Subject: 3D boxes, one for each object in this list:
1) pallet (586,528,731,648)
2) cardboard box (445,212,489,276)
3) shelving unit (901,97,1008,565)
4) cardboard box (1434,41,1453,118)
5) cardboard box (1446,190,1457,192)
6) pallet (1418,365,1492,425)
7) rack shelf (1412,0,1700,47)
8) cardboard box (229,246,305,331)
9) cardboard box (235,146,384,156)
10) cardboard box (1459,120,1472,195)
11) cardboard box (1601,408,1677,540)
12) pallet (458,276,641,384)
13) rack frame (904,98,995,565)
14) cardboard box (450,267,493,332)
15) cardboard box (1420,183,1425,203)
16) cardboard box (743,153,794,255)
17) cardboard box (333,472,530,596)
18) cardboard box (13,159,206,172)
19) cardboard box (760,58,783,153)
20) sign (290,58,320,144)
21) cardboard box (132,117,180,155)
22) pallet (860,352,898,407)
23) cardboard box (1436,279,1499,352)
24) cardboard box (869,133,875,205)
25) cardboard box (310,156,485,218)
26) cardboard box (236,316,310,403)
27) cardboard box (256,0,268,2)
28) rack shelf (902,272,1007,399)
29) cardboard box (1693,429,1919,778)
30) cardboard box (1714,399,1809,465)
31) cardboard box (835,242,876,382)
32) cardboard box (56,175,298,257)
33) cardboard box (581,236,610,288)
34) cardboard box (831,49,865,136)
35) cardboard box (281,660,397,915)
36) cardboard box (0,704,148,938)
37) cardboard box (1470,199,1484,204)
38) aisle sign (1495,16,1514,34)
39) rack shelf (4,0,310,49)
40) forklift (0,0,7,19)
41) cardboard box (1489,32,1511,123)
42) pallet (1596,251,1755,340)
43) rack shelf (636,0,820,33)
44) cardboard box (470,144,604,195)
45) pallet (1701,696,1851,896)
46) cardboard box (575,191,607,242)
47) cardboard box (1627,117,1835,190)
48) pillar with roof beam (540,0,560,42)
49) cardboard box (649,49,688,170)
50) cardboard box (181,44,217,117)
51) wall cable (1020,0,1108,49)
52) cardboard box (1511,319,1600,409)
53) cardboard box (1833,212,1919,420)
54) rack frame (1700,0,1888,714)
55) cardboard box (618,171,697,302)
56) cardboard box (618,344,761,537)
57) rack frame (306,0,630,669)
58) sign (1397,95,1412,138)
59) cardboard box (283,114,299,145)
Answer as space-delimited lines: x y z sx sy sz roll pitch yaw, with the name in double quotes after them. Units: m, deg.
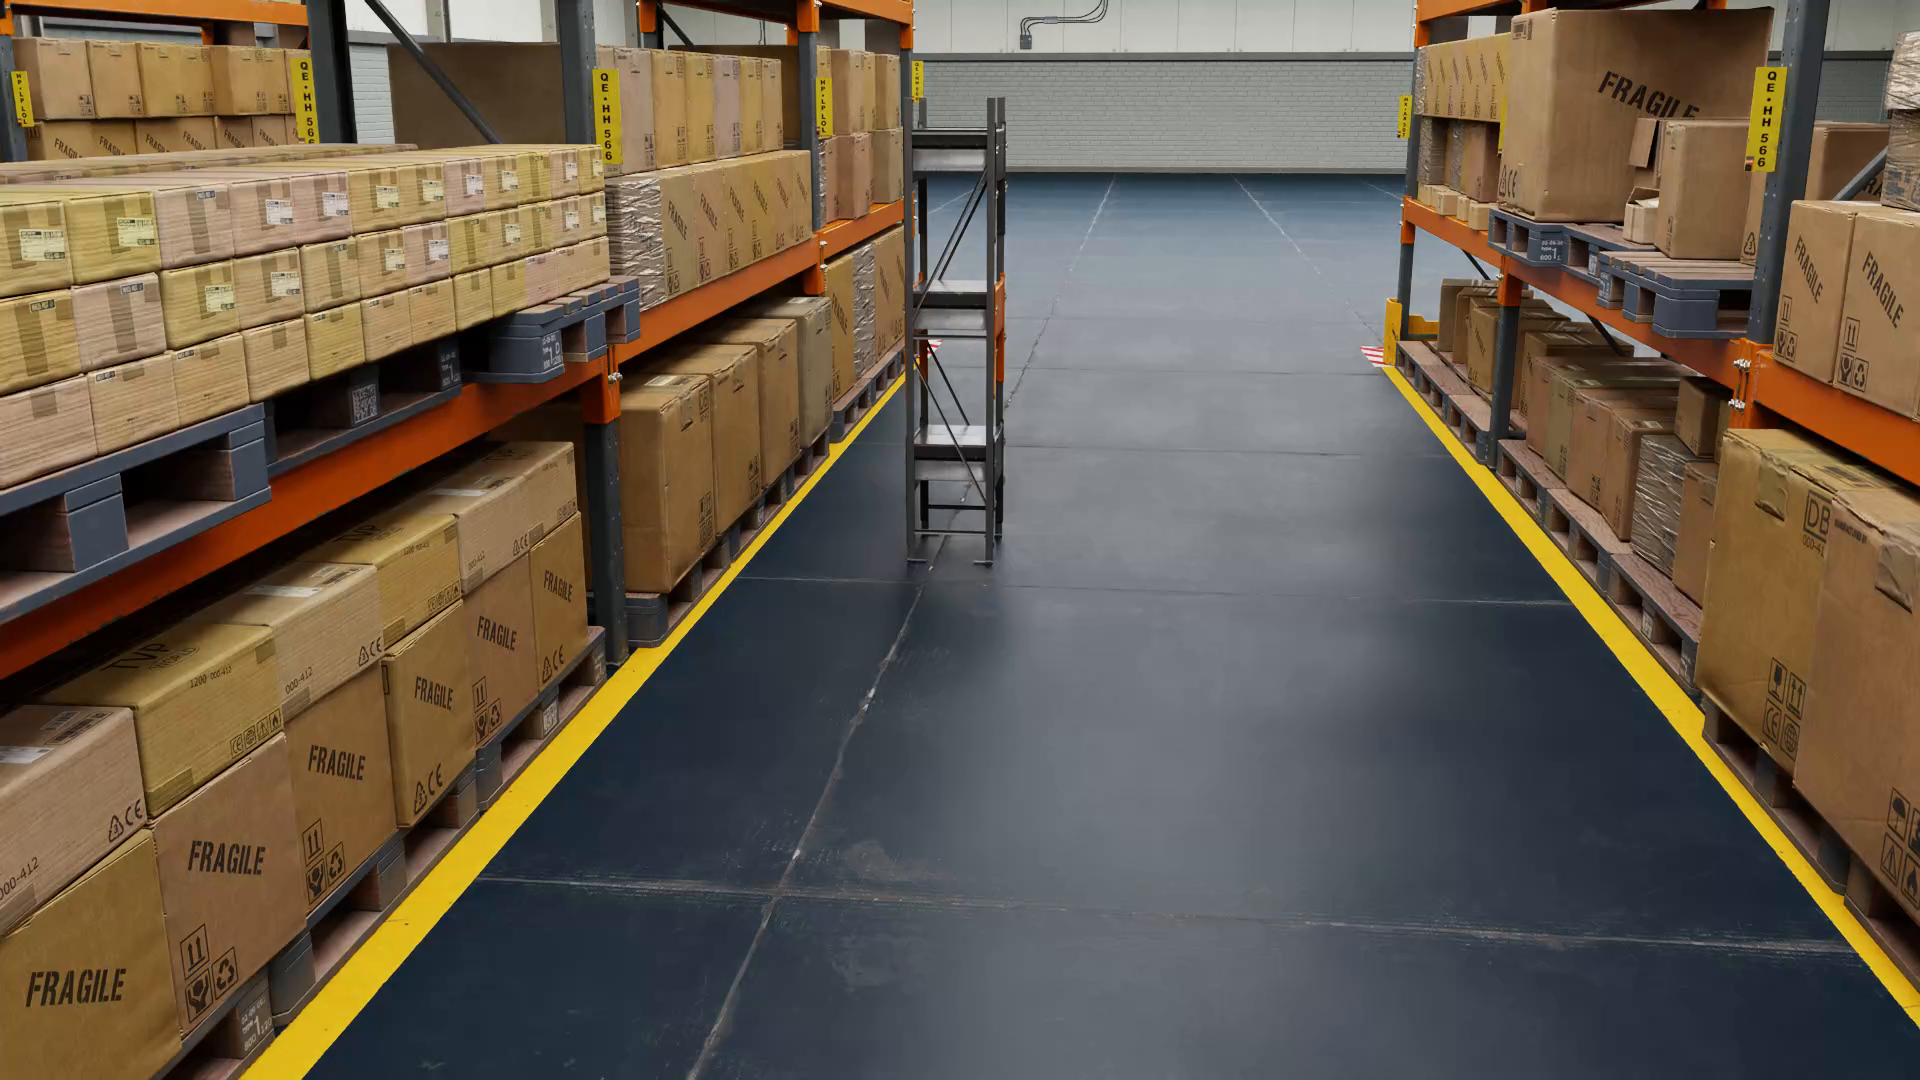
-1.624 0.157 7.177 1.003 0.211 1.213 2 15 6 "pallet"
-1.506 -0.803 4.493 0.380 0.149 0.250 2 15 6 "cardboard box"
-0.019 -0.971 7.729 0.431 2.100 0.503 2 15 6 "shelving unit"
3.581 -3.170 11.462 0.500 0.500 0.500 2 15 6 "cardboard box"
3.629 -2.377 11.687 0.380 0.149 0.250 2 15 6 "cardboard box"
3.756 -0.998 11.450 1.003 0.211 1.213 2 15 6 "pallet"
3.806 -3.471 10.885 1.077 0.370 4.000 2 15 6 "rack shelf"
-1.625 -0.535 3.500 0.380 0.149 0.250 2 15 9 "cardboard box"
-2.060 -1.171 5.285 0.380 0.149 0.250 1 15 5 "cardboard box"
3.838 -2.548 11.079 0.875 0.500 0.500 2 15 6 "cardboard box"
3.292 -0.286 7.419 0.700 0.500 0.500 3 15 11 "cardboard box"
-1.762 -0.706 5.395 1.213 0.211 1.003 2 15 6 "pallet"
-0.046 -0.907 7.495 0.400 2.100 0.015 2 15 6 "rack frame"
-1.506 -0.661 4.538 0.380 0.149 0.250 1 15 4 "cardboard box"
3.716 -2.637 12.649 0.380 0.149 0.250 2 15 6 "cardboard box"
-1.187 -1.798 8.874 0.500 0.500 0.500 2 15 6 "cardboard box"
-1.650 -0.028 5.068 0.500 0.250 0.500 2 15 7 "cardboard box"
-2.179 -0.900 4.282 0.380 0.149 0.250 2 15 8 "cardboard box"
-1.386 -2.426 9.281 0.700 0.500 0.500 1 15 5 "cardboard box"
-2.339 -1.561 5.971 0.100 0.325 0.005 2 15 6 "sign"
-5.836 -2.702 11.648 0.500 0.500 0.500 2 15 6 "cardboard box"
-1.038 -1.190 12.160 1.003 0.211 1.213 2 15 6 "pallet"
3.945 -1.724 12.775 0.500 0.500 0.500 5 16 17 "cardboard box"
-1.110 -2.752 12.304 0.875 0.550 0.550 2 15 6 "cardboard box"
-1.507 -0.950 4.466 0.380 0.149 0.250 2 15 6 "cardboard box"
-1.622 -0.387 3.525 0.380 0.149 0.250 1 15 4 "cardboard box"
-5.636 -4.274 12.955 0.380 0.149 0.250 2 15 8 "cardboard box"
-0.019 -0.957 7.733 0.431 0.518 0.480 2 15 6 "rack shelf"
3.031 0.187 4.990 1.225 0.875 0.875 1 15 4 "cardboard box"
3.175 -0.357 6.244 0.500 0.250 0.500 2 15 9 "cardboard box"
-1.098 -1.596 11.585 0.875 0.875 0.875 2 15 7 "cardboard box"
-1.622 -0.677 3.455 0.380 0.149 0.250 2 15 6 "cardboard box"
-1.387 -0.927 5.519 0.380 0.149 0.250 2 15 7 "cardboard box"
-1.116 -2.995 11.134 0.875 0.550 0.550 2 15 6 "cardboard box"
-1.788 0.597 4.191 0.500 0.500 0.500 2 15 7 "cardboard box"
-1.893 0.509 3.082 0.500 0.250 0.500 1 15 4 "cardboard box"
3.503 -2.118 10.729 0.380 0.149 0.250 2 15 6 "cardboard box"
4.337 -4.151 12.788 0.394 0.787 0.004 2 15 6 "aisle sign"
-6.040 -3.763 11.964 1.077 0.370 4.000 2 15 6 "rack shelf"
-4.041 -0.913 5.923 1.130 2.935 3.031 1 15 2 "forklift"
3.358 -2.651 9.543 0.500 0.500 0.500 2 15 6 "cardboard box"
3.104 -0.910 6.148 1.213 0.211 1.003 2 15 6 "pallet"
-1.562 -2.606 7.685 1.077 0.370 4.000 2 15 6 "rack shelf"
-1.387 -1.215 5.445 0.380 0.149 0.250 1 15 4 "cardboard box"
2.965 0.734 5.044 1.003 0.211 1.213 2 15 6 "pallet"
-1.391 -1.070 5.480 0.380 0.149 0.250 2 15 7 "cardboard box"
3.477 -1.652 7.523 0.797 0.503 0.637 3 15 12 "cardboard box"
-4.736 -12.166 35.916 9.100 9.000 0.400 2 15 6 "pillar with roof beam"
-1.616 -1.898 7.328 0.700 0.500 0.500 1 15 5 "cardboard box"
-5.870 -3.325 12.036 0.700 0.500 0.500 2 15 6 "cardboard box"
2.741 -15.932 43.328 2.305 6.003 0.169 2 15 6 "wall cable"
3.723 -1.099 10.465 0.500 0.500 0.500 7 17 24 "cardboard box"
2.748 -0.611 4.483 0.500 0.500 0.500 1 15 5 "cardboard box"
3.129 -0.814 5.428 1.000 3.000 0.127 2 15 6 "rack frame"
-1.414 -1.275 6.941 0.500 0.500 0.500 2 15 6 "cardboard box"
-1.534 -0.486 7.717 1.050 0.750 0.750 2 15 7 "cardboard box"
-1.788 -0.987 6.065 1.000 3.000 0.127 2 15 6 "rack frame"
3.493 -3.323 13.047 0.100 0.325 0.005 2 15 6 "sign"
-5.602 -3.224 13.578 0.500 0.500 0.500 1 15 5 "cardboard box"
